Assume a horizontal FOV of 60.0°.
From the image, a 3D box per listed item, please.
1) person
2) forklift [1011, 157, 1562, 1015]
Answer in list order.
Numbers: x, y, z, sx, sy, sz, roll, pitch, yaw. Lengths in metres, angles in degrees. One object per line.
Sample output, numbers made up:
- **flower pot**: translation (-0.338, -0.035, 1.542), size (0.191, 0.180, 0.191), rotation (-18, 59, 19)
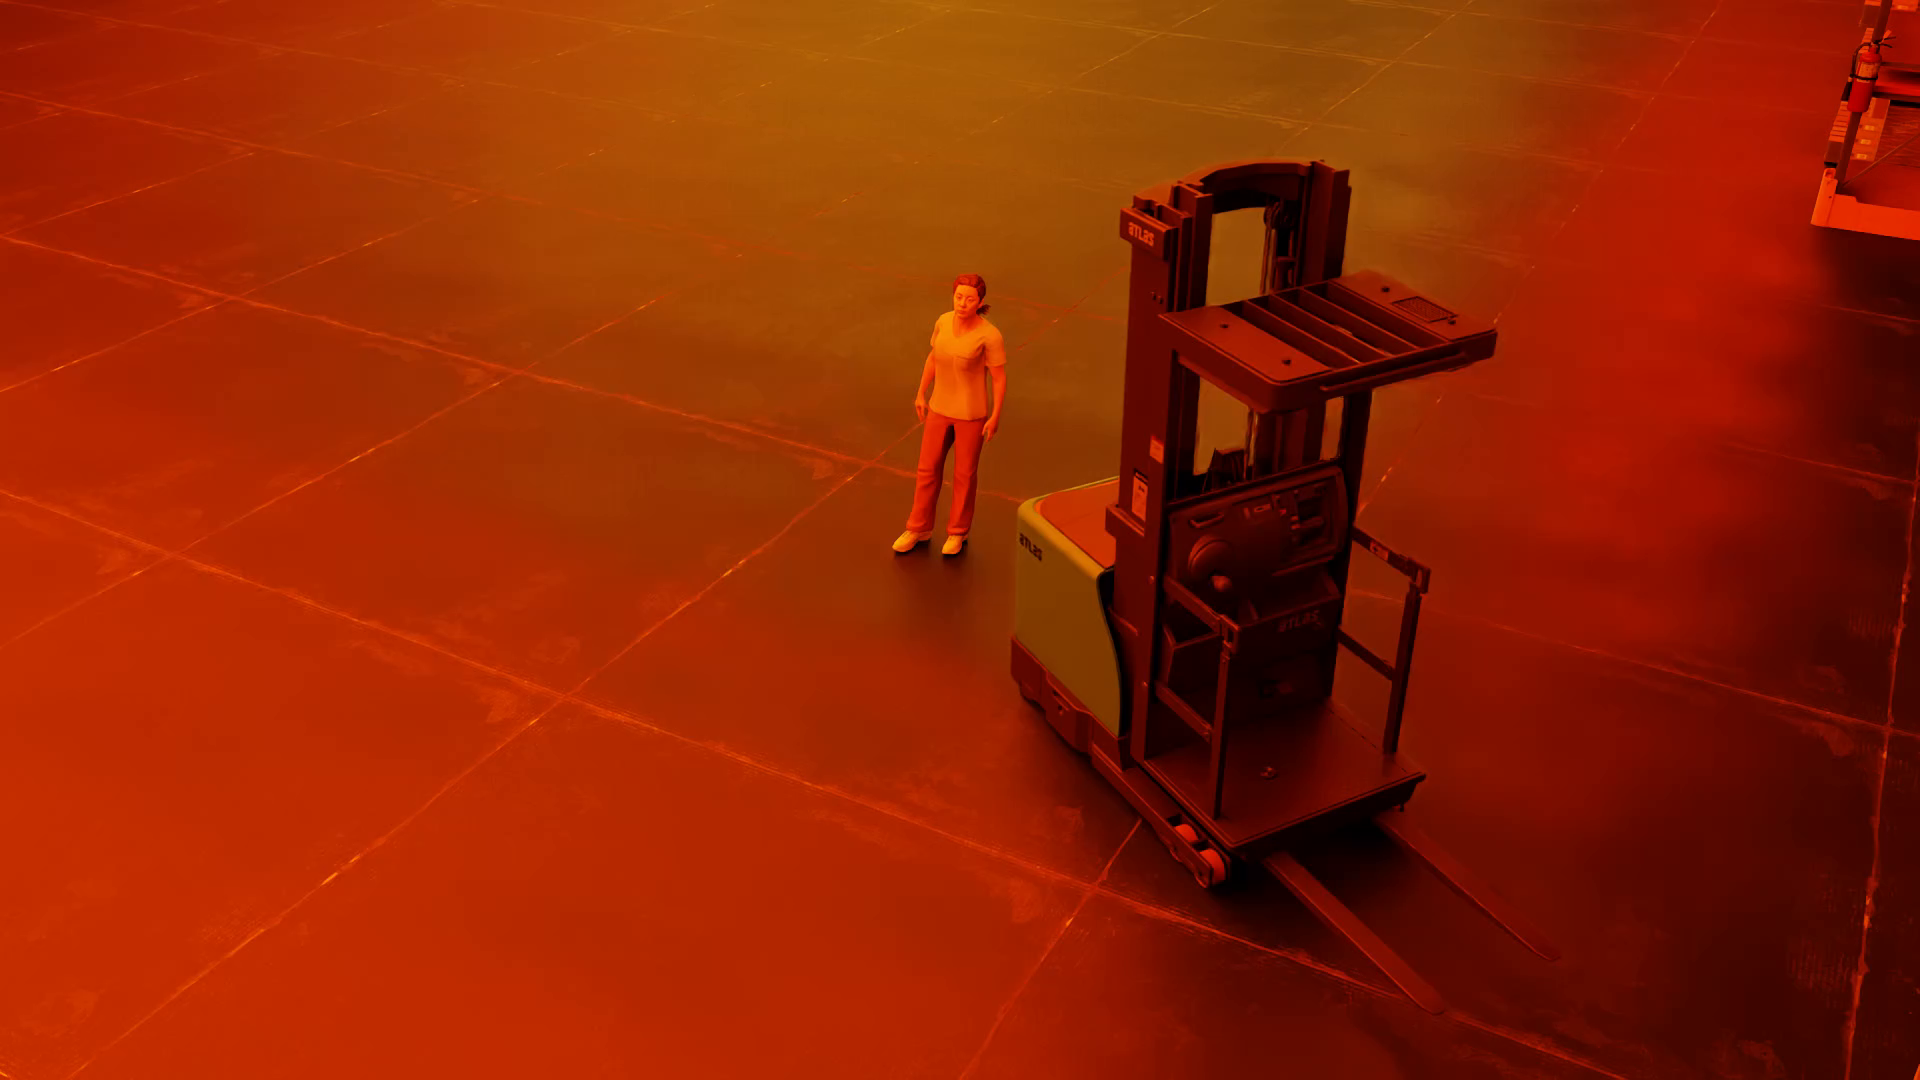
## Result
- **person**: translation (-0.008, -0.756, 9.555), size (0.536, 1.609, 0.428), rotation (15, 33, 25)
- **forklift**: translation (1.404, 0.005, 7.063), size (1.130, 2.935, 3.031), rotation (-15, 33, -24)
